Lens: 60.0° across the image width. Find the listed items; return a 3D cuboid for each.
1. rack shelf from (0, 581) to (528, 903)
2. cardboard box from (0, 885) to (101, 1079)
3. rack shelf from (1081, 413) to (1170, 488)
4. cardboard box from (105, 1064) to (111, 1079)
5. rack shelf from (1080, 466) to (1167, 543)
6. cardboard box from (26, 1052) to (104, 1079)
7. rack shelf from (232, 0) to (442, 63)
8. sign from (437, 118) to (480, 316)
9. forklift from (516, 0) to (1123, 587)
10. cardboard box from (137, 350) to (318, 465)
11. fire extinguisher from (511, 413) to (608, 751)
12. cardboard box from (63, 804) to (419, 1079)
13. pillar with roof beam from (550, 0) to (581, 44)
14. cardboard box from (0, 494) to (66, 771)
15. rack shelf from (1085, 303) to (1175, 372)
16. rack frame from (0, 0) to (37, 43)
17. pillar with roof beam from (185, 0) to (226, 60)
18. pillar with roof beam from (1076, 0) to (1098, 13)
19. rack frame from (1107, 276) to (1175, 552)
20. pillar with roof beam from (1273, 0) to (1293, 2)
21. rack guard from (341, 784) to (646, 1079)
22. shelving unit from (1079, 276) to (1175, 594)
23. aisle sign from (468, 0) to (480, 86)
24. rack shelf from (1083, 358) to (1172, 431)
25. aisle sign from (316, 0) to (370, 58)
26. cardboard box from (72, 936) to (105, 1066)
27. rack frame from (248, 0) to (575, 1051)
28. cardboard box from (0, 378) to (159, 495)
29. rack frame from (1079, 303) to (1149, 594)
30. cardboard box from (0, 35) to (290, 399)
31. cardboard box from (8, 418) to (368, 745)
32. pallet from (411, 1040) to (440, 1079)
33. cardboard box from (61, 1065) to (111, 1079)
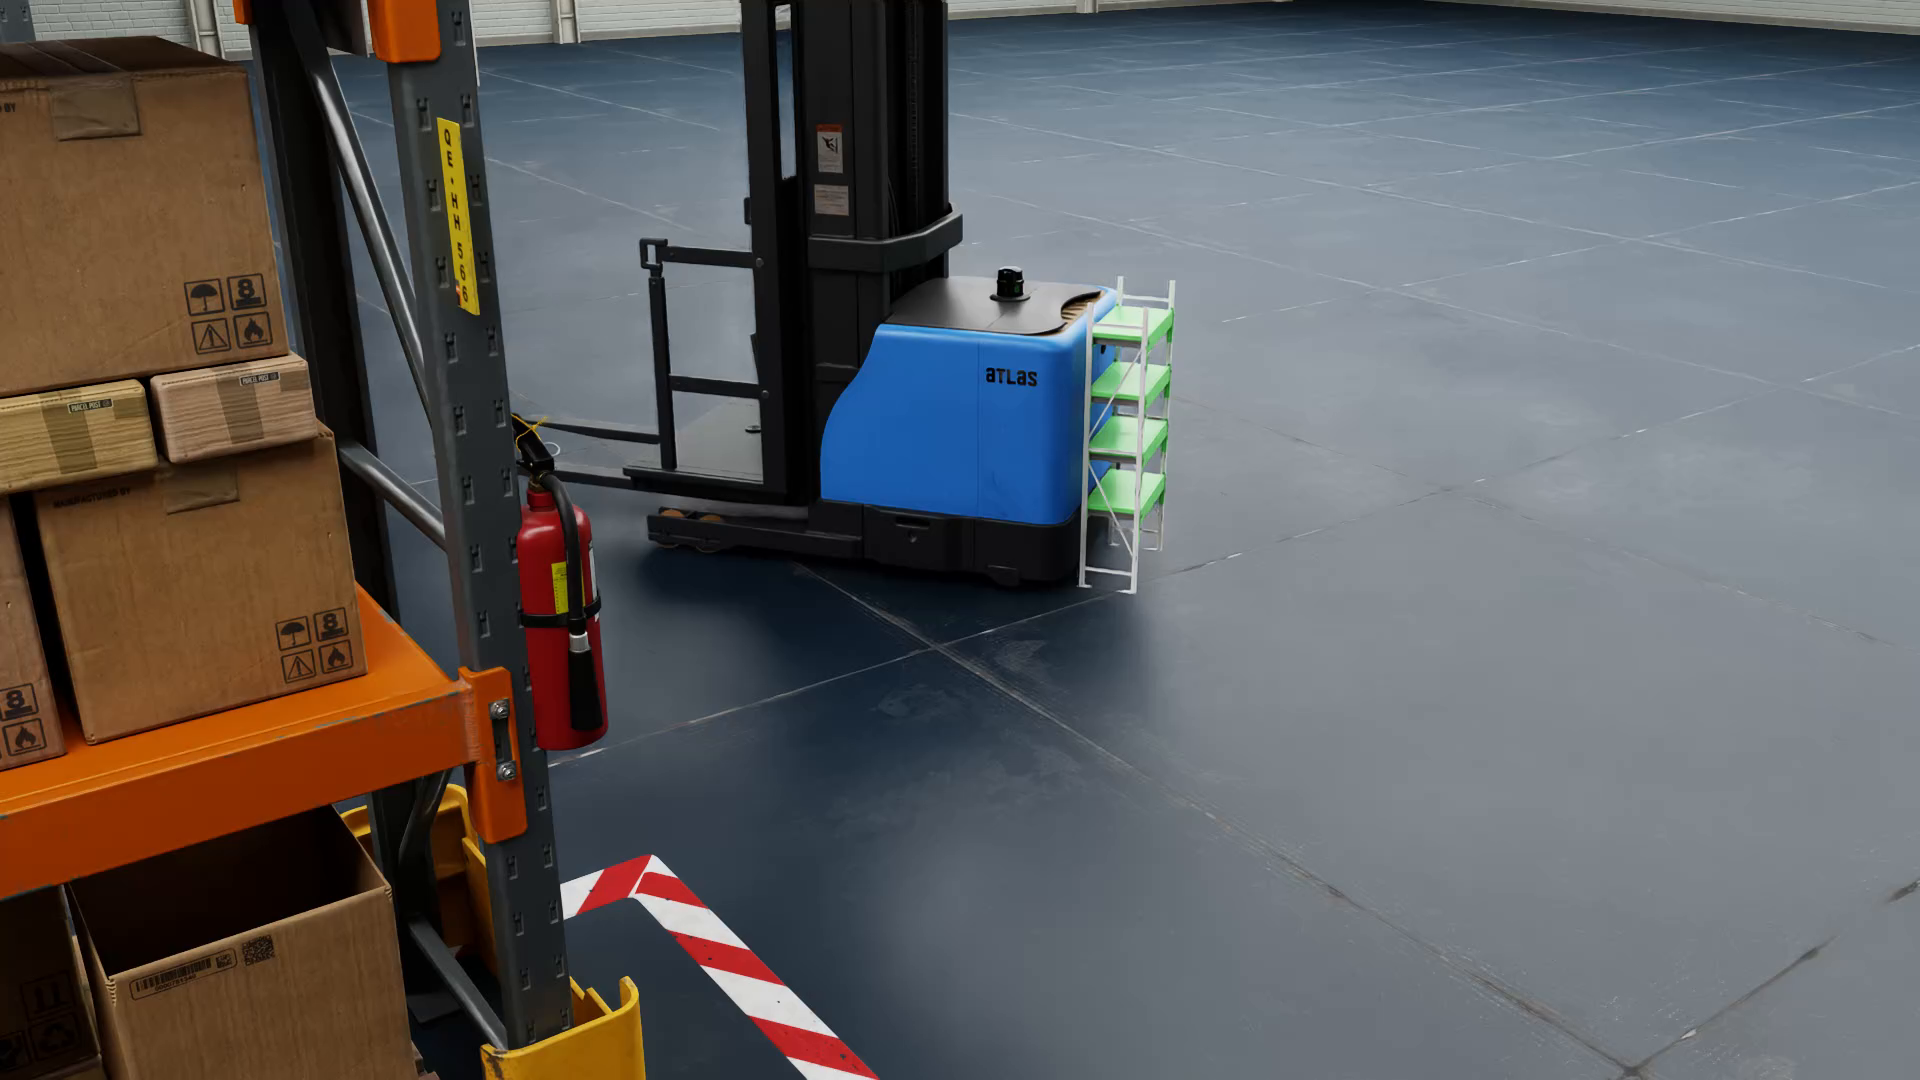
[{"bbox_3d":[-2.791,0.695,2.577,4.000,0.370,1.077,-15,26,-33],"label":"rack shelf"},{"bbox_3d":[-2.137,0.820,3.426,0.500,0.500,0.500,-15,26,-33],"label":"cardboard box"},{"bbox_3d":[0.690,-0.377,6.894,0.258,0.148,0.480,7,23,17],"label":"rack shelf"},{"bbox_3d":[-1.430,1.215,3.447,0.500,0.250,0.500,-15,26,-33],"label":"cardboard box"},{"bbox_3d":[0.689,-0.154,6.983,0.258,0.148,0.480,7,23,17],"label":"rack shelf"},{"bbox_3d":[-2.136,1.169,3.564,0.500,0.250,0.500,-15,26,-33],"label":"cardboard box"},{"bbox_3d":[-2.791,-0.698,2.022,4.000,0.370,1.077,-15,26,-33],"label":"rack shelf"},{"bbox_3d":[-0.862,-0.553,2.854,0.005,0.325,0.100,-15,26,-33],"label":"sign"},{"bbox_3d":[-0.849,-1.478,7.146,3.031,2.935,1.130,7,23,17],"label":"forklift"},{"bbox_3d":[-1.366,-0.279,3.039,0.250,0.149,0.380,-15,26,-34],"label":"cardboard box"},{"bbox_3d":[-0.800,0.078,3.257,0.183,0.674,0.296,-15,26,-33],"label":"fire extinguisher"},{"bbox_3d":[-1.429,0.868,3.307,0.500,0.500,0.500,-15,26,-33],"label":"cardboard box"},{"bbox_3d":[-4.476,-11.736,24.665,0.400,9.000,9.100,-15,26,-33],"label":"pillar with roof beam"},{"bbox_3d":[-1.977,0.094,2.978,0.500,0.500,0.700,-14,26,-31],"label":"cardboard box"},{"bbox_3d":[0.691,-0.823,6.716,0.258,0.148,0.480,7,23,17],"label":"rack shelf"},{"bbox_3d":[-4.057,-1.563,7.265,0.127,3.000,1.000,-15,26,-33],"label":"rack frame"},{"bbox_3d":[-9.346,-10.437,21.410,0.400,9.000,9.100,-15,26,-33],"label":"pillar with roof beam"},{"bbox_3d":[5.265,-14.333,31.174,0.400,9.000,9.100,-15,26,-33],"label":"pillar with roof beam"},{"bbox_3d":[0.768,-0.522,7.085,0.240,1.200,0.015,7,23,17],"label":"rack frame"},{"bbox_3d":[10.136,-15.632,34.429,0.400,9.000,9.100,-15,26,-33],"label":"pillar with roof beam"},{"bbox_3d":[-1.148,1.084,4.005,0.348,0.500,1.175,-15,26,-33],"label":"rack guard"},{"bbox_3d":[0.690,-0.436,6.870,0.258,1.200,0.503,7,23,17],"label":"shelving unit"},{"bbox_3d":[-0.942,-1.205,2.861,0.004,0.787,0.394,-15,26,-33],"label":"aisle sign"},{"bbox_3d":[0.690,-0.600,6.805,0.258,0.148,0.480,7,23,17],"label":"rack shelf"},{"bbox_3d":[-1.293,-1.386,3.314,0.004,0.787,0.394,-15,26,-33],"label":"aisle sign"},{"bbox_3d":[-1.733,1.059,3.838,0.500,0.250,0.500,-15,26,-33],"label":"cardboard box"},{"bbox_3d":[-1.167,-0.072,3.529,0.127,3.000,1.000,-15,26,-33],"label":"rack frame"},{"bbox_3d":[-1.578,-0.222,2.896,0.250,0.149,0.380,-14,26,-32],"label":"cardboard box"},{"bbox_3d":[0.612,-0.351,6.655,0.240,1.200,0.015,7,23,17],"label":"rack frame"},{"bbox_3d":[-1.597,-0.612,2.998,0.500,0.500,0.700,-15,26,-33],"label":"cardboard box"},{"bbox_3d":[-1.554,-0.021,3.267,0.500,0.500,0.700,-15,26,-33],"label":"cardboard box"},{"bbox_3d":[-1.764,1.401,3.599,1.213,0.211,1.003,-15,26,-33],"label":"pallet"},{"bbox_3d":[-1.829,1.327,3.167,0.500,0.250,0.500,-15,26,-33],"label":"cardboard box"}]
